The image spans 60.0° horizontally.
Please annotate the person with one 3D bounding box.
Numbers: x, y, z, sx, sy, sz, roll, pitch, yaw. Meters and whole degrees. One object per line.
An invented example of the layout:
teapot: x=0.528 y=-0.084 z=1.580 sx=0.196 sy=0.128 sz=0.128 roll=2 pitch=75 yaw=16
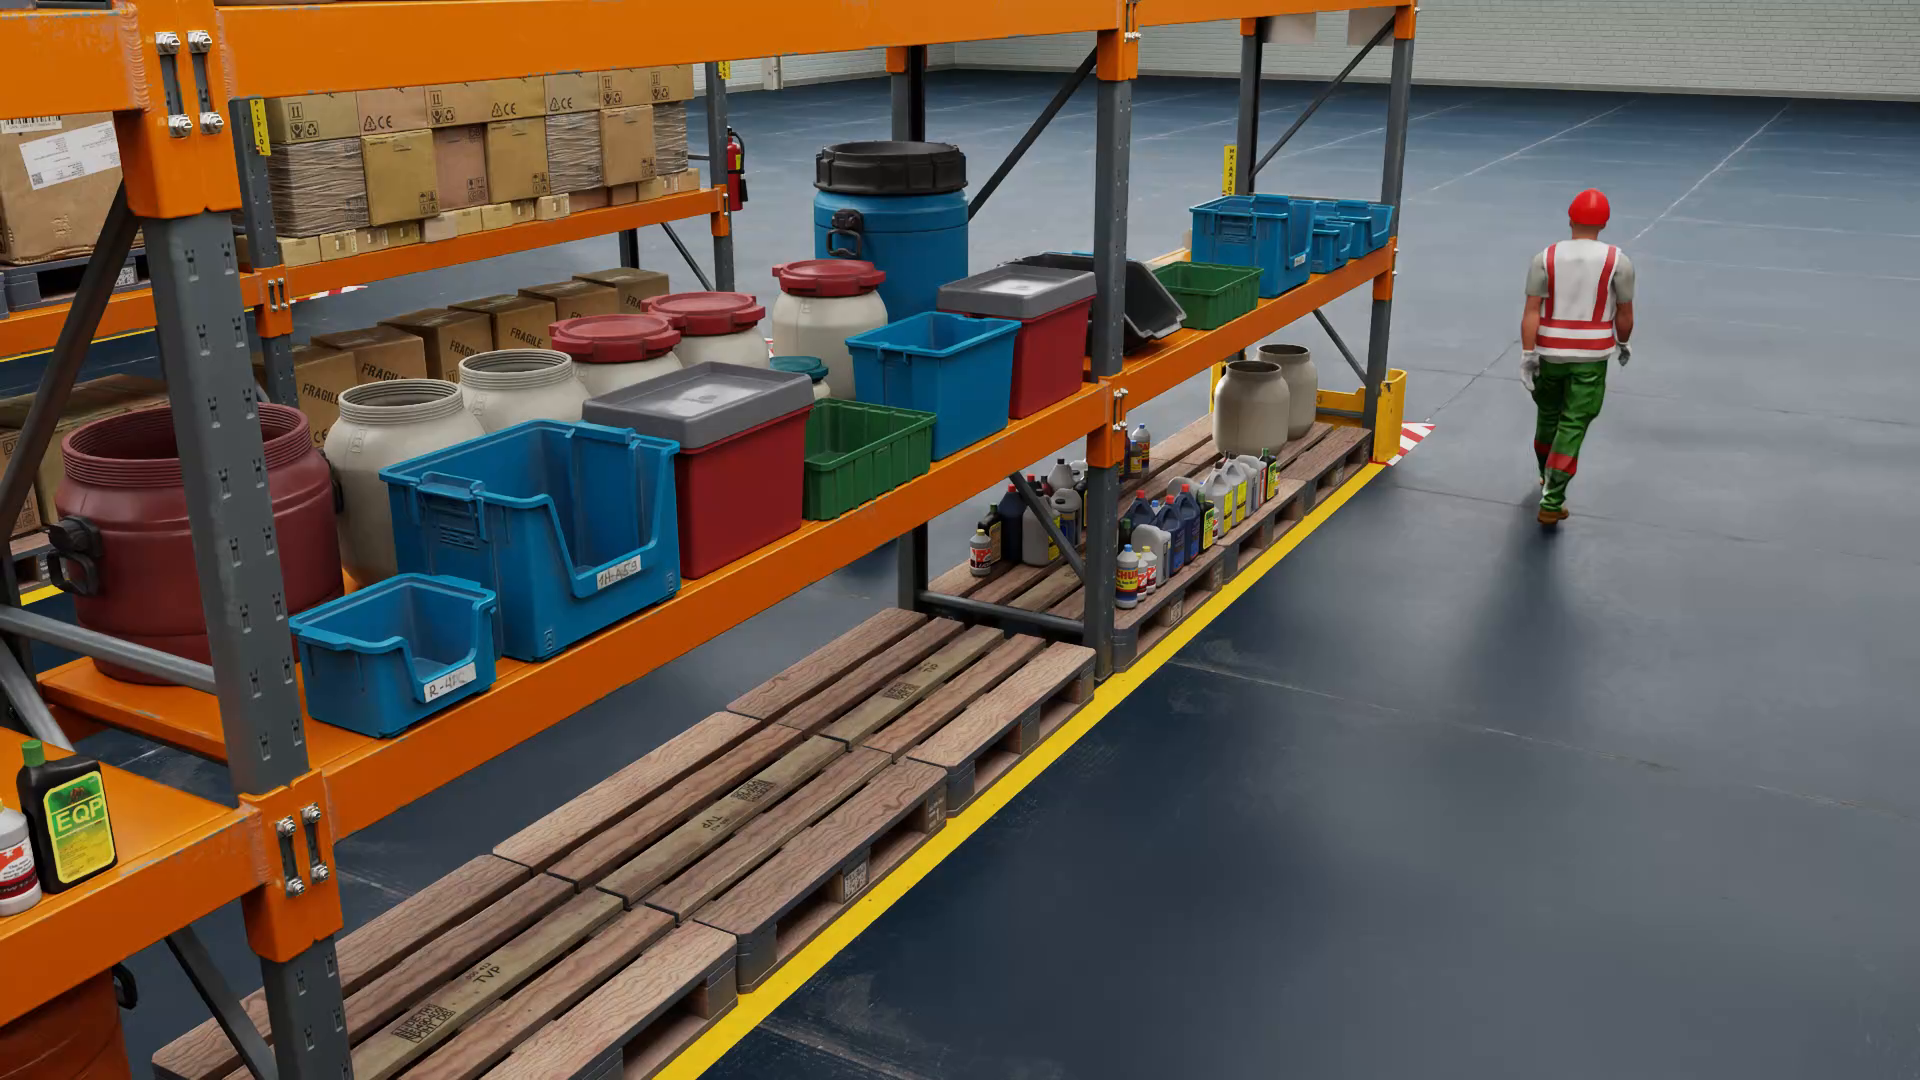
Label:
person: x=3.330 y=-1.034 z=8.955 sx=0.528 sy=1.728 sz=1.017 roll=11 pitch=22 yaw=30
